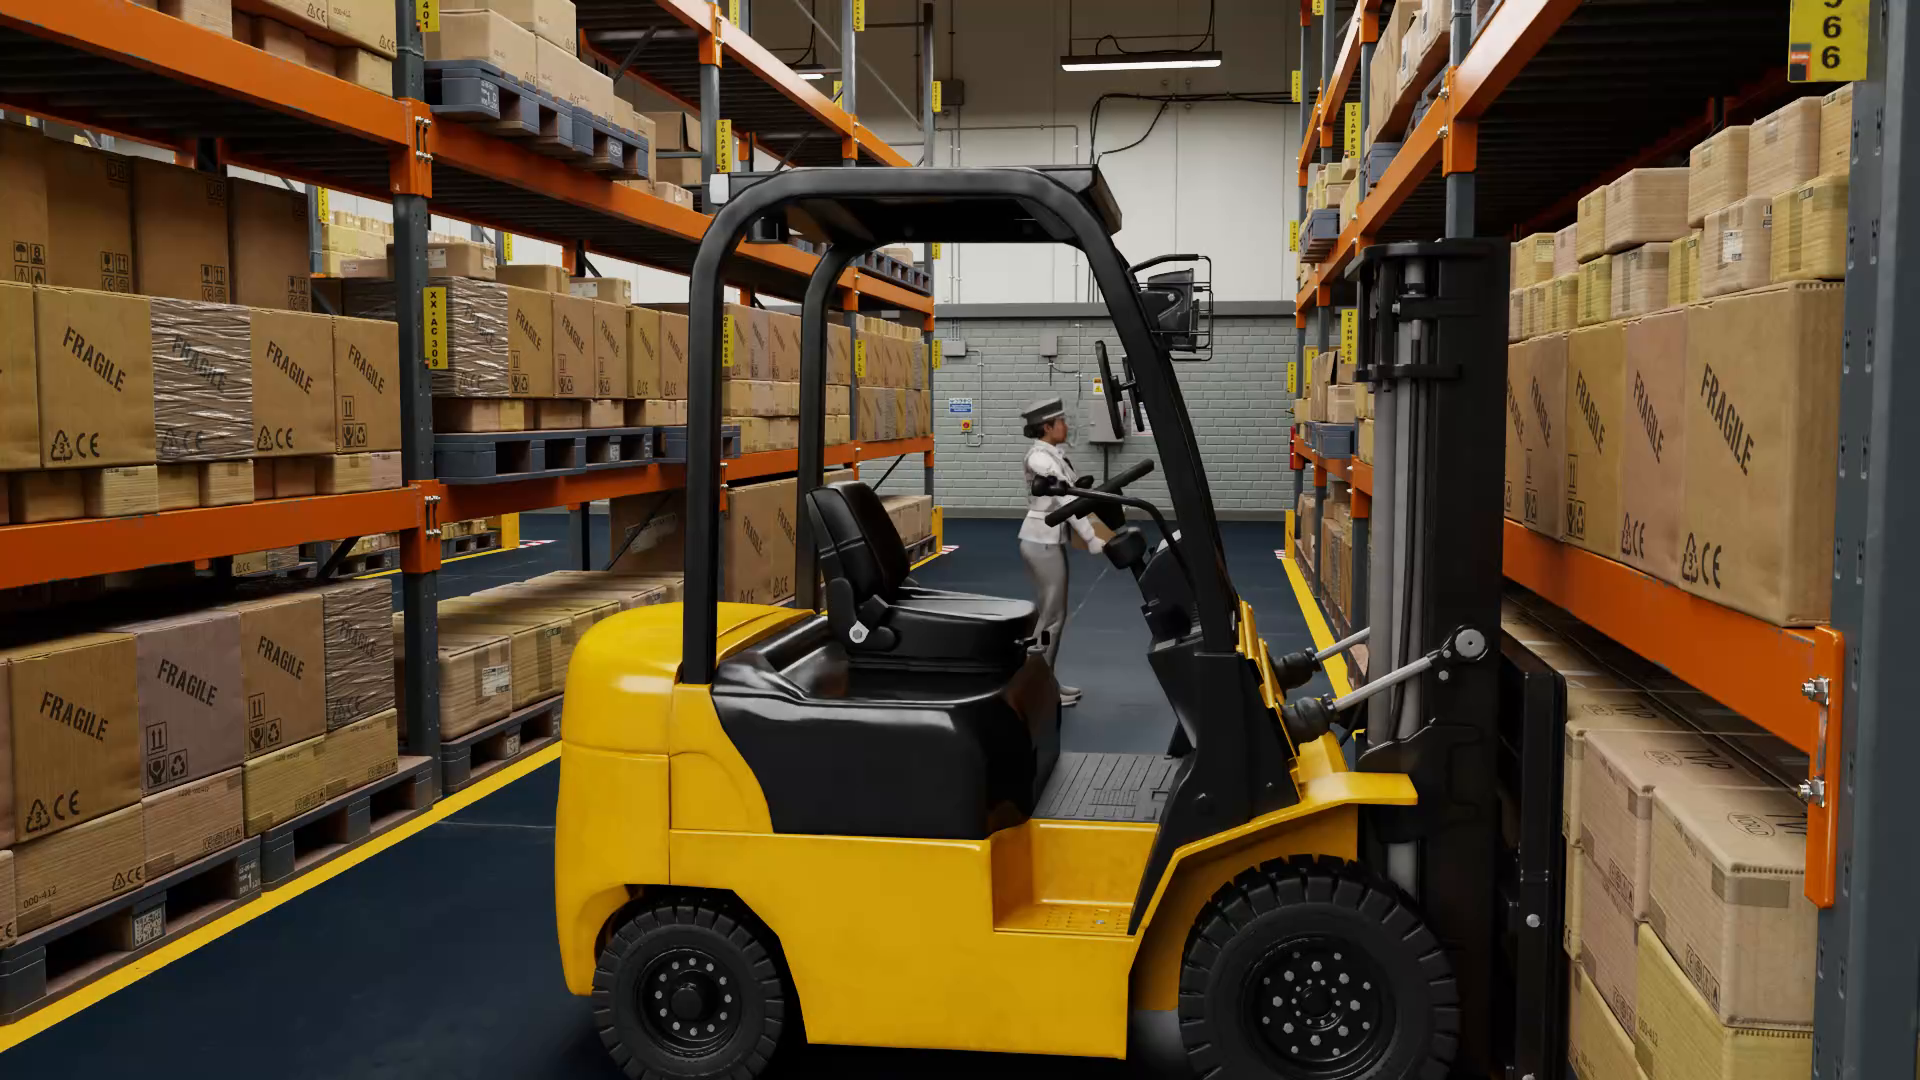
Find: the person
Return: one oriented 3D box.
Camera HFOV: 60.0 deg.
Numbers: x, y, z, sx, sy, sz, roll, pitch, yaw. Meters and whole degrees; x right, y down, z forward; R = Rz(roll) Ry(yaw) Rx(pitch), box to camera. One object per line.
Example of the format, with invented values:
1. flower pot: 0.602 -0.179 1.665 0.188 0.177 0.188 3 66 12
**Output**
1. person: 0.584 0.053 9.125 0.517 1.691 0.416 1 5 8
